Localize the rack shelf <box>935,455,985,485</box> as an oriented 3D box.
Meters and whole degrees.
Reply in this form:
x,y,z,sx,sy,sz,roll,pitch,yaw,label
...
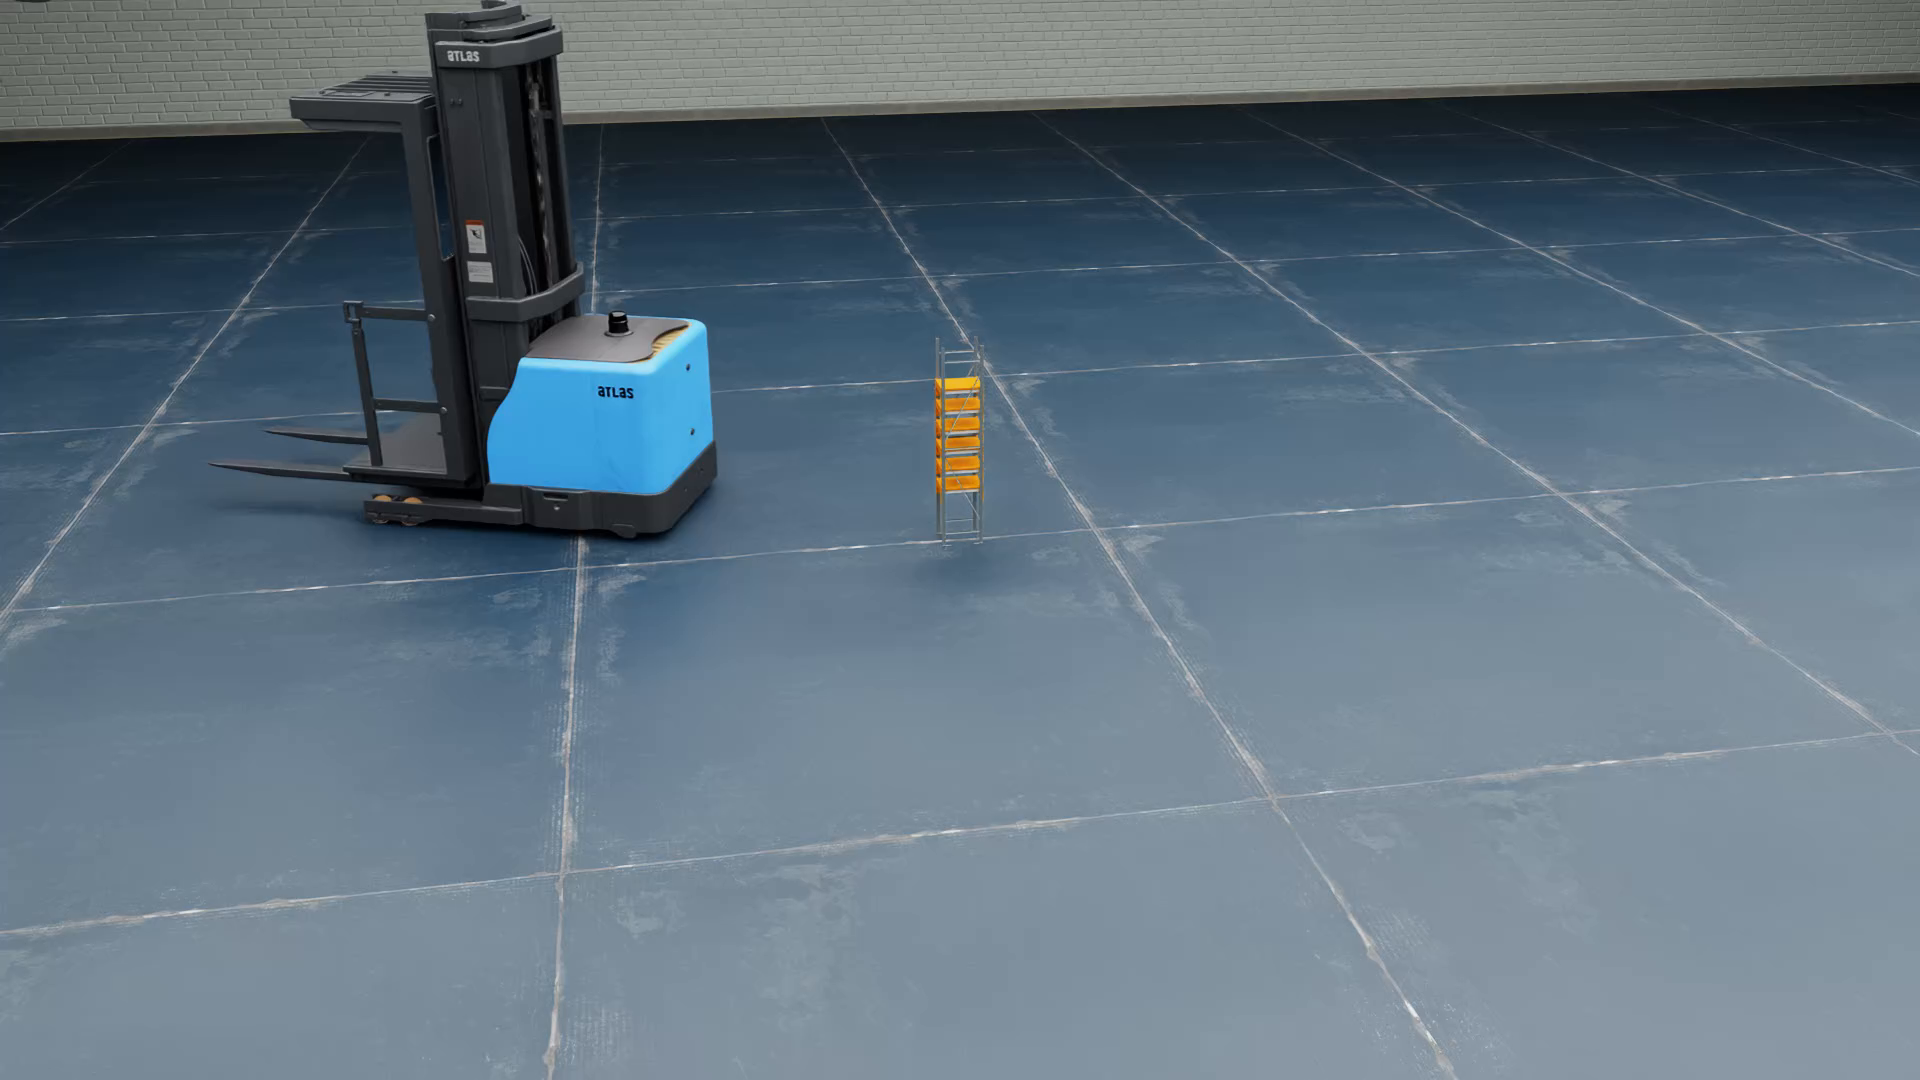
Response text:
x,y,z,sx,sy,sz,roll,pitch,yaw,label
-0.003,-0.405,9.589,0.258,0.103,0.180,-4,24,-10,rack shelf

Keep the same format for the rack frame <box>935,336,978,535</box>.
x,y,z,sx,sy,sz,roll,pitch,yaw,label
-0.020,-0.592,9.605,0.240,1.200,0.006,-4,24,-10,rack frame

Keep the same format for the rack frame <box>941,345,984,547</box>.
x,y,z,sx,sy,sz,roll,pitch,yaw,label
0.014,-0.520,9.440,0.240,1.200,0.006,-4,24,-10,rack frame

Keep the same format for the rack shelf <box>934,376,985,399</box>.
x,y,z,sx,sy,sz,roll,pitch,yaw,label
-0.003,-0.845,9.397,0.258,0.103,0.180,-4,24,-10,rack shelf

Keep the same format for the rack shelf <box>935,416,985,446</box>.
x,y,z,sx,sy,sz,roll,pitch,yaw,label
-0.003,-0.625,9.493,0.258,0.103,0.180,-4,24,-10,rack shelf

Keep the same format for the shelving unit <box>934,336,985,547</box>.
x,y,z,sx,sy,sz,roll,pitch,yaw,label
-0.003,-0.556,9.523,0.258,1.200,0.189,-4,24,-10,shelving unit

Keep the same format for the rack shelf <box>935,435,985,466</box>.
x,y,z,sx,sy,sz,roll,pitch,yaw,label
-0.003,-0.515,9.541,0.258,0.103,0.180,-4,24,-10,rack shelf

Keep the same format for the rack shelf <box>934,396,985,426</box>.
x,y,z,sx,sy,sz,roll,pitch,yaw,label
-0.003,-0.735,9.445,0.258,0.103,0.180,-4,24,-10,rack shelf

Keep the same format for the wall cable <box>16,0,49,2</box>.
x,y,z,sx,sy,sz,roll,pitch,yaw,label
-12.773,-7.829,20.312,3.097,2.526,0.112,-4,24,-10,wall cable

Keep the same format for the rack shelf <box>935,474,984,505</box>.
x,y,z,sx,sy,sz,roll,pitch,yaw,label
-0.003,-0.295,9.637,0.258,0.103,0.180,-4,24,-10,rack shelf

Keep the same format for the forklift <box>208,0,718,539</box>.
x,y,z,sx,sy,sz,roll,pitch,yaw,label
-3.099,-1.629,9.817,3.031,2.935,1.130,4,24,10,forklift
